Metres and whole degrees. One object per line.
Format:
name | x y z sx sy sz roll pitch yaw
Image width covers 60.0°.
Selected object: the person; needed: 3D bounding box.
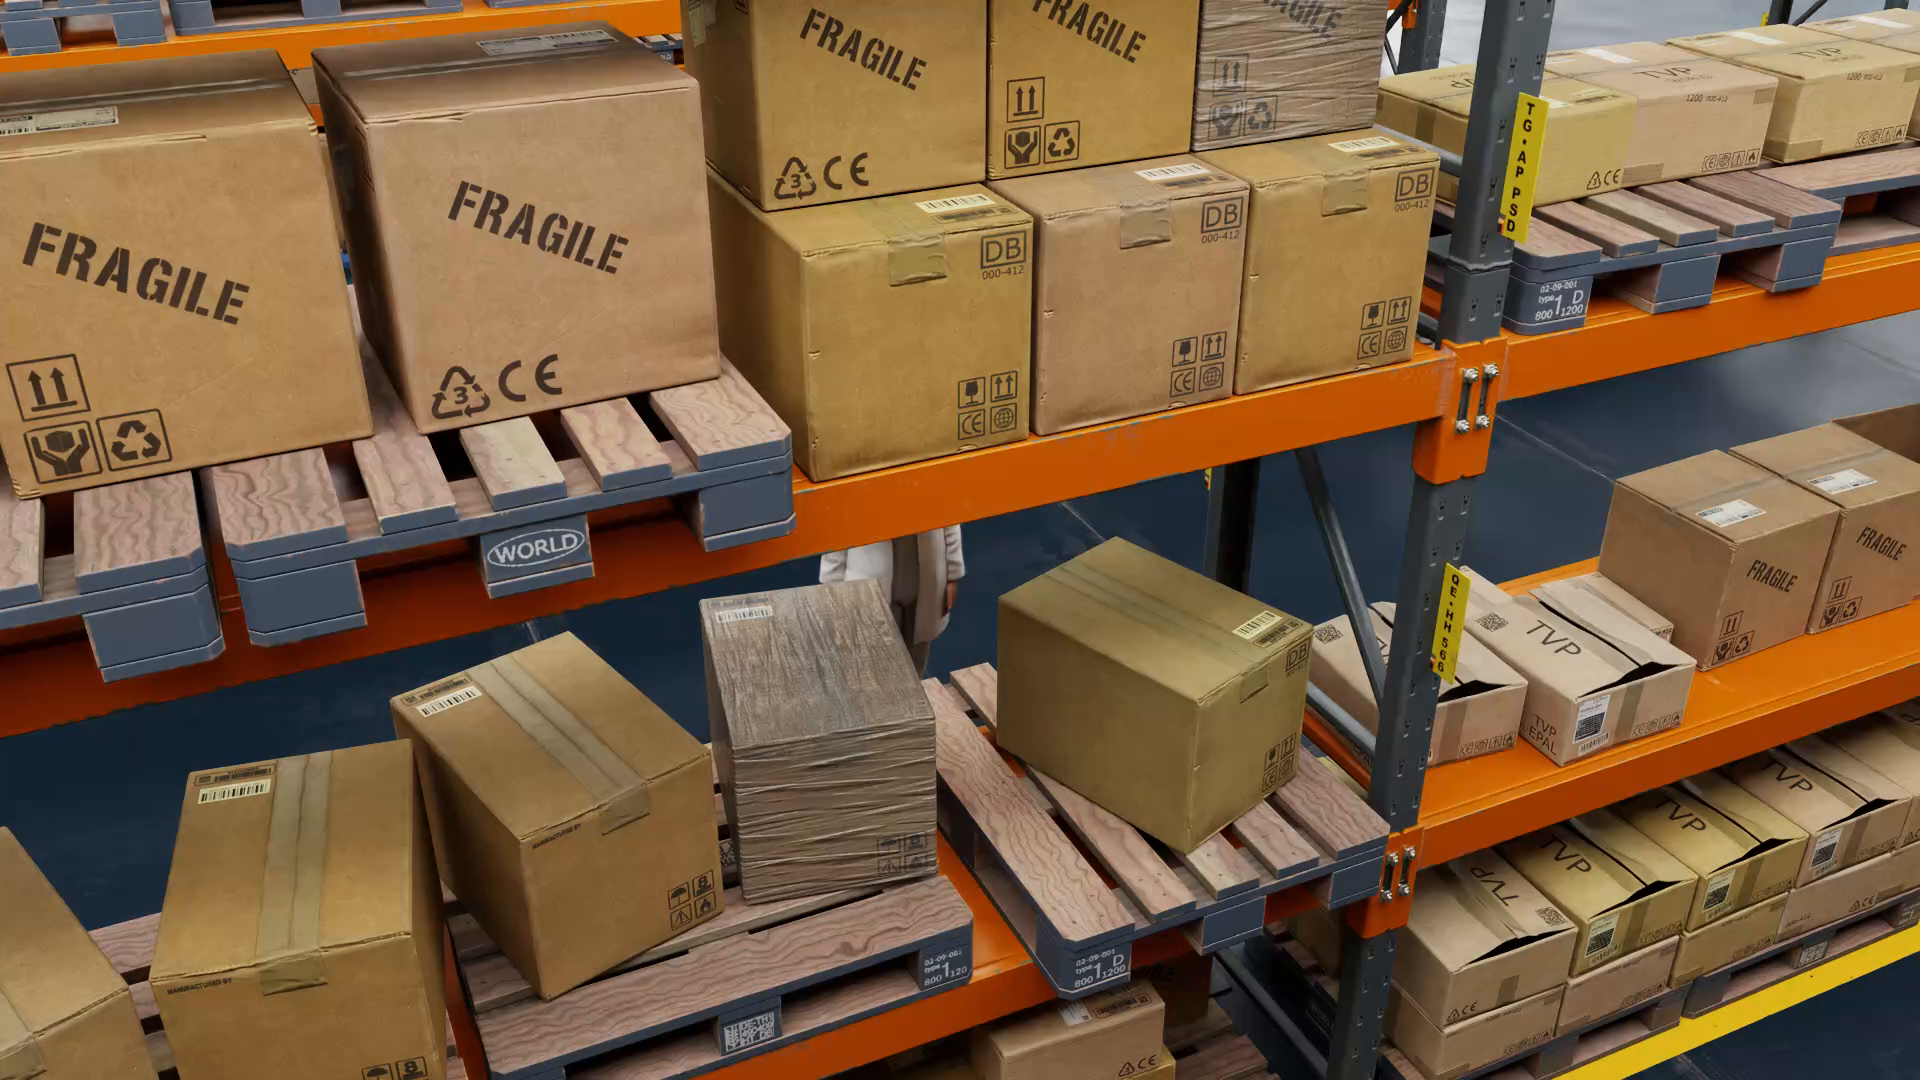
person | -0.223 0.235 6.704 0.586 1.766 0.774 -10 31 -17
